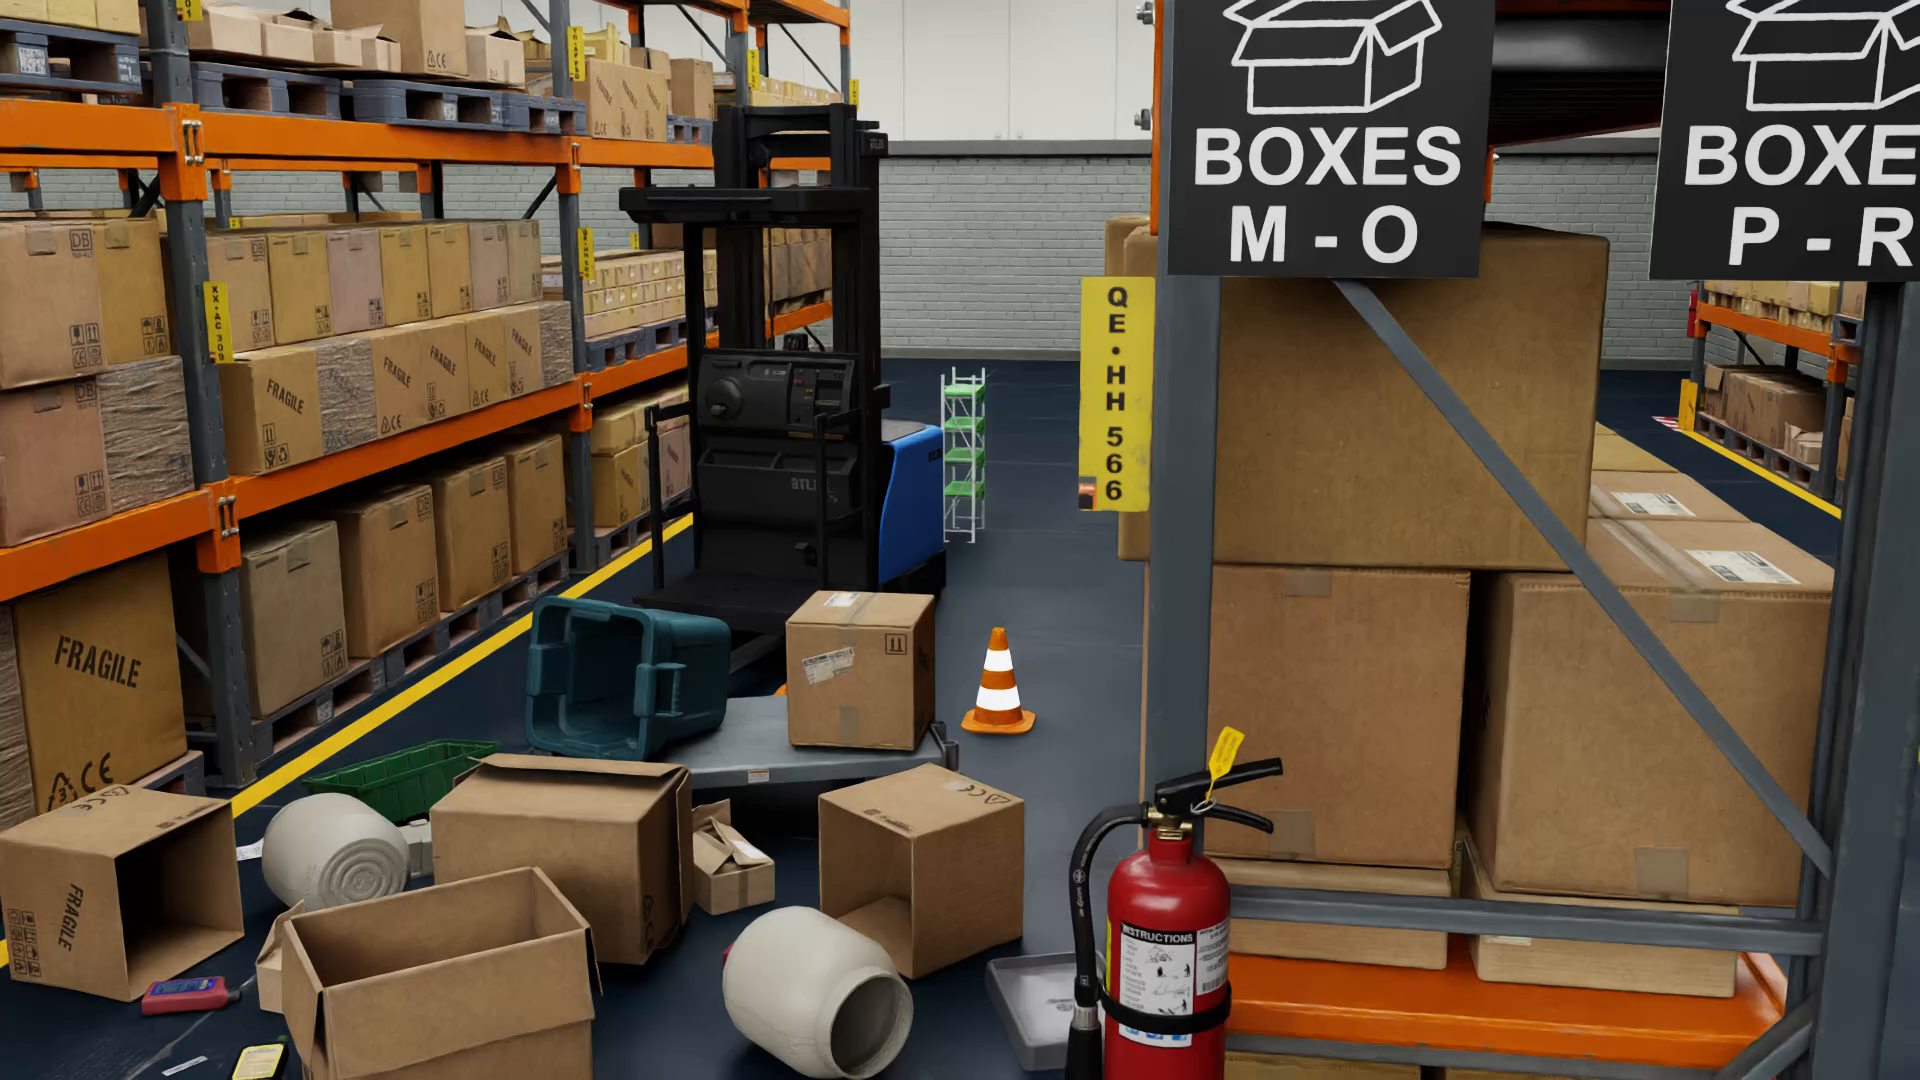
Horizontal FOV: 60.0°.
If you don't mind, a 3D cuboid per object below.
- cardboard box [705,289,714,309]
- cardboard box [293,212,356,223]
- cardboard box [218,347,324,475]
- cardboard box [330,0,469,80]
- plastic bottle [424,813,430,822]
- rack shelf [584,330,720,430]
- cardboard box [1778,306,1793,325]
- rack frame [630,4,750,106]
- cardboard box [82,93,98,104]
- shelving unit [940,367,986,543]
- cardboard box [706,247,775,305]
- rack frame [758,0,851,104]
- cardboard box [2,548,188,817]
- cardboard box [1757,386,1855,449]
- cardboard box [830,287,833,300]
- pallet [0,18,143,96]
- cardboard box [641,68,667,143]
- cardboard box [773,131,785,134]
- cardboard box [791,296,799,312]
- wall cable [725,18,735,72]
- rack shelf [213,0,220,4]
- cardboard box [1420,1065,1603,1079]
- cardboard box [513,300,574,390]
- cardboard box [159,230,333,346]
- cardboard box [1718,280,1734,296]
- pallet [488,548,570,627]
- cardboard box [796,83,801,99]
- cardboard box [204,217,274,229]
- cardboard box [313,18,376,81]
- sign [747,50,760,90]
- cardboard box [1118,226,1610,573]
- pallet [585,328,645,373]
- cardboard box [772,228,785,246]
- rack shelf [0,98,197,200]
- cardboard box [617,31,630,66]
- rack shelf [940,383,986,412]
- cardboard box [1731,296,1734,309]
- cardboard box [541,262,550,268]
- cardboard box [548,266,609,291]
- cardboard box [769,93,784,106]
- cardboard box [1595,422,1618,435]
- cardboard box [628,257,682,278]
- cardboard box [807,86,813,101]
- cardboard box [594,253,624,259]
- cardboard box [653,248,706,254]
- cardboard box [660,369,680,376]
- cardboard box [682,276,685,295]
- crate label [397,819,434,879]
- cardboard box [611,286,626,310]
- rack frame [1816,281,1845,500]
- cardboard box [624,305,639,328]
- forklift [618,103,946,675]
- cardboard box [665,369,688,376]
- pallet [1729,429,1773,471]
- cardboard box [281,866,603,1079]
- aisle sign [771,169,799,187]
[{"bbox_3d":[-2.245,-1.982,13.671,0.380,0.149,0.250,2,12,8],"label":"cardboard box"},{"bbox_3d":[-6.987,-3.353,18.300,0.500,0.500,0.500,2,12,7],"label":"cardboard box"},{"bbox_3d":[-3.183,-0.579,7.323,0.500,0.500,0.500,2,12,9],"label":"cardboard box"},{"bbox_3d":[-2.905,-2.661,8.627,0.500,0.500,0.500,2,12,9],"label":"cardboard box"},{"bbox_3d":[-2.081,1.113,6.682,0.133,0.061,0.283,-5,13,-21],"label":"plastic bottle"},{"bbox_3d":[-2.607,-1.327,12.737,1.077,0.370,4.000,2,12,9],"label":"rack shelf"},{"bbox_3d":[7.425,-1.965,14.586,0.380,0.149,0.250,2,12,8],"label":"cardboard box"},{"bbox_3d":[-2.299,-5.027,13.961,1.000,3.000,0.127,2,12,9],"label":"rack frame"},{"bbox_3d":[-7.443,-3.679,14.040,0.500,0.311,0.500,1,12,7],"label":"cardboard box"},{"bbox_3d":[0.025,-0.621,12.027,0.258,1.200,0.503,2,12,9],"label":"shelving unit"},{"bbox_3d":[-1.974,-2.384,14.992,0.500,0.500,0.500,2,12,8],"label":"cardboard box"},{"bbox_3d":[-1.684,-5.860,17.825,1.000,3.000,0.127,2,12,9],"label":"rack frame"},{"bbox_3d":[-3.696,0.533,6.449,0.875,0.875,0.875,2,12,10],"label":"cardboard box"},{"bbox_3d":[7.610,-1.094,14.888,0.700,0.500,0.500,1,12,7],"label":"cardboard box"},{"bbox_3d":[-1.554,-2.624,17.647,0.380,0.149,0.250,2,12,8],"label":"cardboard box"},{"bbox_3d":[-3.666,-1.682,5.771,1.003,0.211,1.213,2,12,9],"label":"pallet"},{"bbox_3d":[-2.422,-3.096,11.882,0.500,0.500,0.500,2,12,9],"label":"cardboard box"},{"bbox_3d":[-1.900,-3.680,15.186,0.500,0.250,0.500,2,12,8],"label":"cardboard box"},{"bbox_3d":[-1.778,-2.296,16.124,0.380,0.149,0.250,2,12,11],"label":"cardboard box"},{"bbox_3d":[-2.294,-8.680,23.273,2.277,5.999,0.120,2,12,9],"label":"wall cable"},{"bbox_3d":[-6.877,-5.078,16.854,1.077,0.370,4.000,2,12,9],"label":"rack shelf"},{"bbox_3d":[1.162,1.151,3.283,0.500,0.500,0.500,1,12,7],"label":"cardboard box"},{"bbox_3d":[-2.719,-1.208,10.244,0.500,0.500,0.500,2,12,9],"label":"cardboard box"},{"bbox_3d":[-3.382,-1.178,7.728,0.700,0.500,0.500,2,12,8],"label":"cardboard box"},{"bbox_3d":[7.714,-2.509,16.167,0.500,0.250,0.500,2,12,9],"label":"cardboard box"},{"bbox_3d":[-3.110,0.263,10.273,1.003,0.211,1.213,2,12,9],"label":"pallet"},{"bbox_3d":[-1.739,-4.307,15.960,0.380,0.149,0.250,2,12,7],"label":"cardboard box"},{"bbox_3d":[-6.859,-2.807,15.766,0.500,0.500,0.500,2,12,9],"label":"cardboard box"},{"bbox_3d":[-3.399,-2.584,8.722,0.500,0.311,0.500,2,12,8],"label":"cardboard box"},{"bbox_3d":[-1.751,-3.989,14.101,0.100,0.325,0.005,2,12,9],"label":"sign"},{"bbox_3d":[0.624,-0.254,2.735,0.700,0.500,0.500,2,12,7],"label":"cardboard box"},{"bbox_3d":[-2.910,-1.320,11.454,1.213,0.211,1.003,2,12,9],"label":"pallet"},{"bbox_3d":[-1.925,-2.972,15.348,0.500,0.500,0.500,2,12,7],"label":"cardboard box"},{"bbox_3d":[-3.837,-1.128,4.694,1.077,0.370,4.000,2,12,9],"label":"rack shelf"},{"bbox_3d":[-2.501,-3.388,11.422,0.396,0.266,0.258,2,12,9],"label":"cardboard box"},{"bbox_3d":[0.025,-1.028,11.939,0.258,0.148,0.480,2,12,9],"label":"rack shelf"},{"bbox_3d":[7.806,-2.335,16.306,0.380,0.149,0.250,2,12,8],"label":"cardboard box"},{"bbox_3d":[-3.174,-1.915,11.945,0.380,0.149,0.250,2,12,10],"label":"cardboard box"},{"bbox_3d":[-2.613,-1.781,11.326,0.380,0.149,0.250,2,12,7],"label":"cardboard box"},{"bbox_3d":[-1.907,-3.928,15.150,0.500,0.250,0.500,2,12,8],"label":"cardboard box"},{"bbox_3d":[1.332,-0.061,4.215,0.500,0.500,0.500,2,12,7],"label":"cardboard box"},{"bbox_3d":[-2.370,-2.107,12.837,0.380,0.149,0.250,1,12,6],"label":"cardboard box"},{"bbox_3d":[-1.673,-4.415,16.465,0.380,0.149,0.250,2,12,10],"label":"cardboard box"},{"bbox_3d":[-2.934,-2.238,13.443,0.380,0.149,0.250,2,12,8],"label":"cardboard box"},{"bbox_3d":[-2.504,-2.399,15.061,0.500,0.500,0.500,2,12,9],"label":"cardboard box"},{"bbox_3d":[-2.674,-1.299,14.059,0.500,0.250,0.500,1,12,6],"label":"cardboard box"},{"bbox_3d":[-2.325,-2.016,13.120,0.380,0.149,0.250,1,12,6],"label":"cardboard box"},{"bbox_3d":[-2.049,1.161,6.281,0.298,0.136,0.250,-7,14,-30],"label":"crate label"},{"bbox_3d":[-2.564,-1.696,11.638,0.380,0.149,0.250,1,12,7],"label":"cardboard box"},{"bbox_3d":[7.512,-1.795,13.204,1.000,3.000,0.127,2,12,9],"label":"rack frame"},{"bbox_3d":[-2.524,-1.599,11.894,0.380,0.149,0.250,2,12,11],"label":"cardboard box"},{"bbox_3d":[-1.084,-0.832,8.898,1.130,2.935,3.031,5,13,20],"label":"forklift"},{"bbox_3d":[-2.164,-1.281,13.976,0.500,0.250,0.500,2,12,7],"label":"cardboard box"},{"bbox_3d":[7.804,-0.830,15.343,1.003,0.211,1.213,2,12,9],"label":"pallet"},{"bbox_3d":[-1.470,1.315,4.696,0.797,0.503,0.637,-7,14,-30],"label":"cardboard box"},{"bbox_3d":[-1.969,-4.223,18.299,0.394,0.787,0.004,2,12,9],"label":"aisle sign"}]
